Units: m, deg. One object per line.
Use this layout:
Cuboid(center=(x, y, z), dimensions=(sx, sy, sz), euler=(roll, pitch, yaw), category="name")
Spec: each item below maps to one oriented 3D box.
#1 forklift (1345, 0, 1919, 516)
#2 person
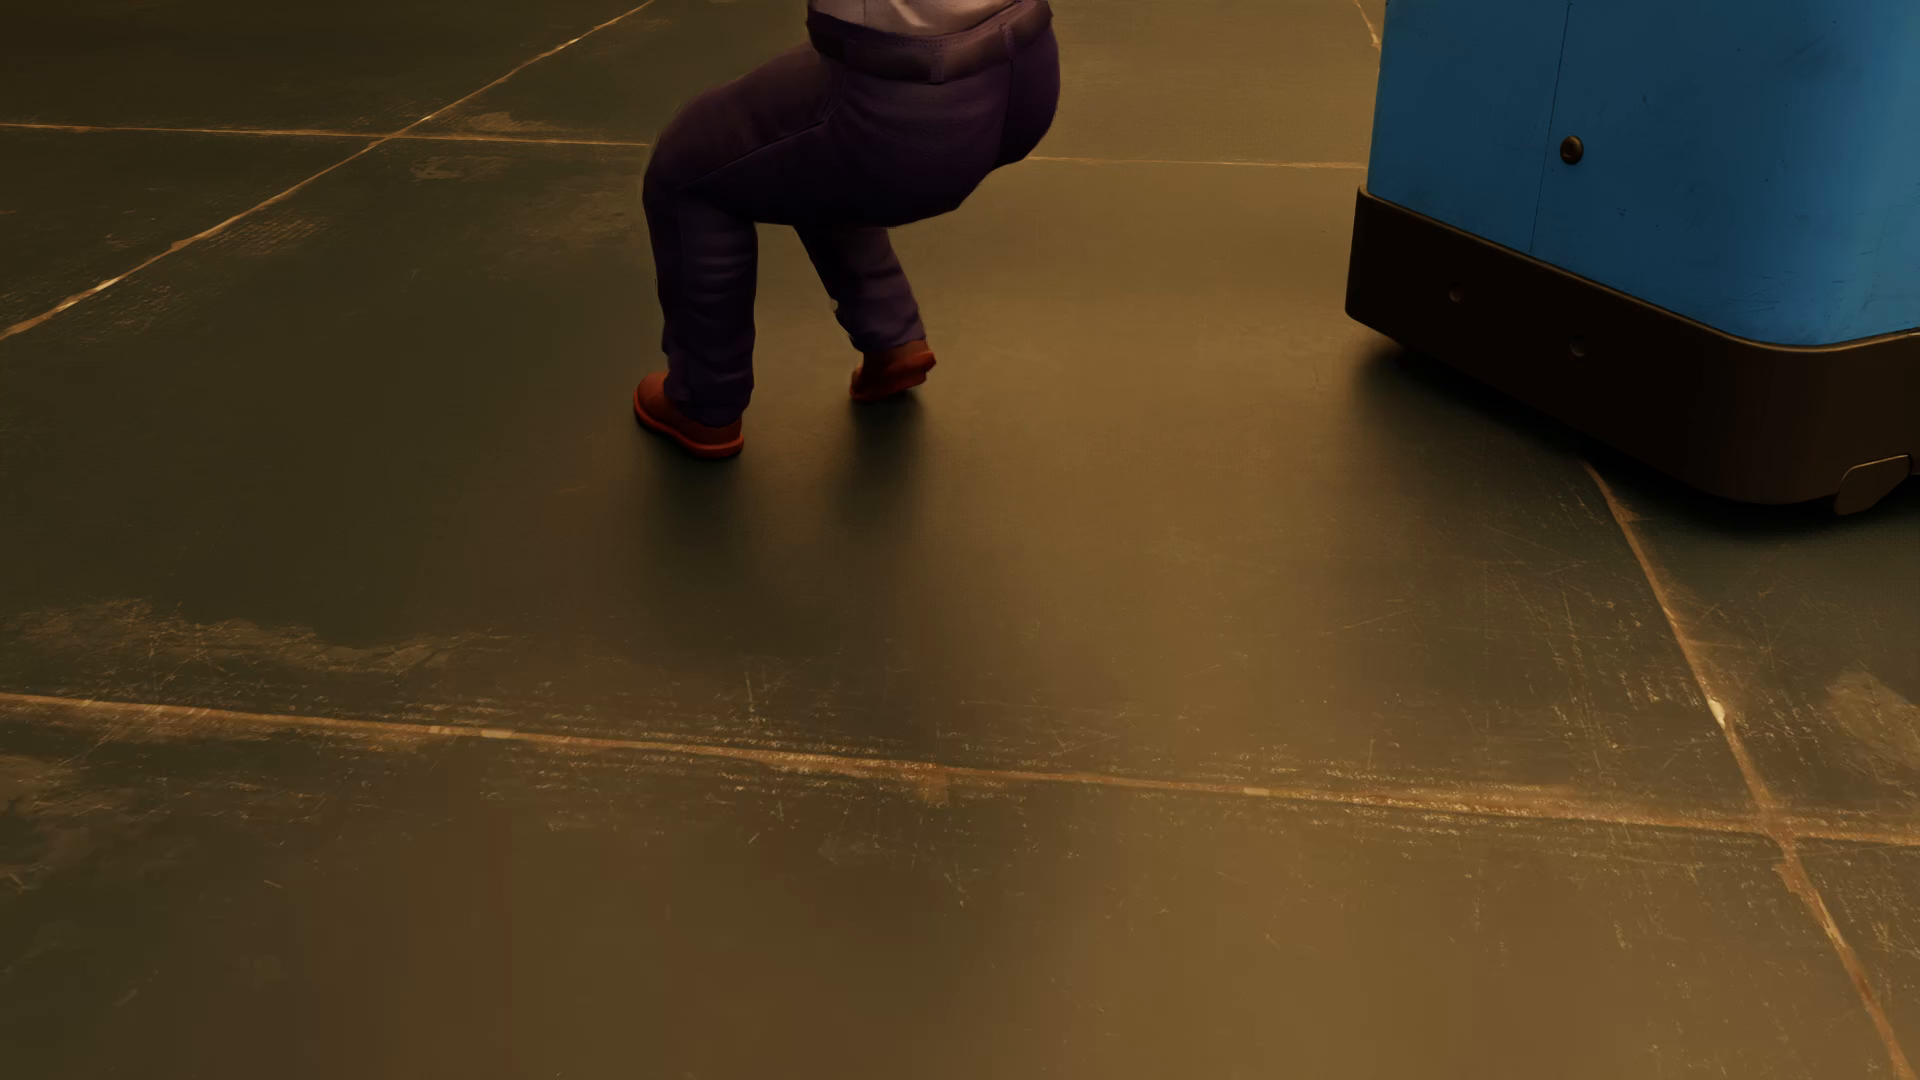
Cuboid(center=(2.310, -1.772, 2.769), dimensions=(3.031, 2.935, 1.130), euler=(-11, 29, -21), category="forklift")
Cuboid(center=(-0.253, -0.755, 2.437), dimensions=(0.791, 1.424, 0.826), euler=(15, 30, 27), category="person")
